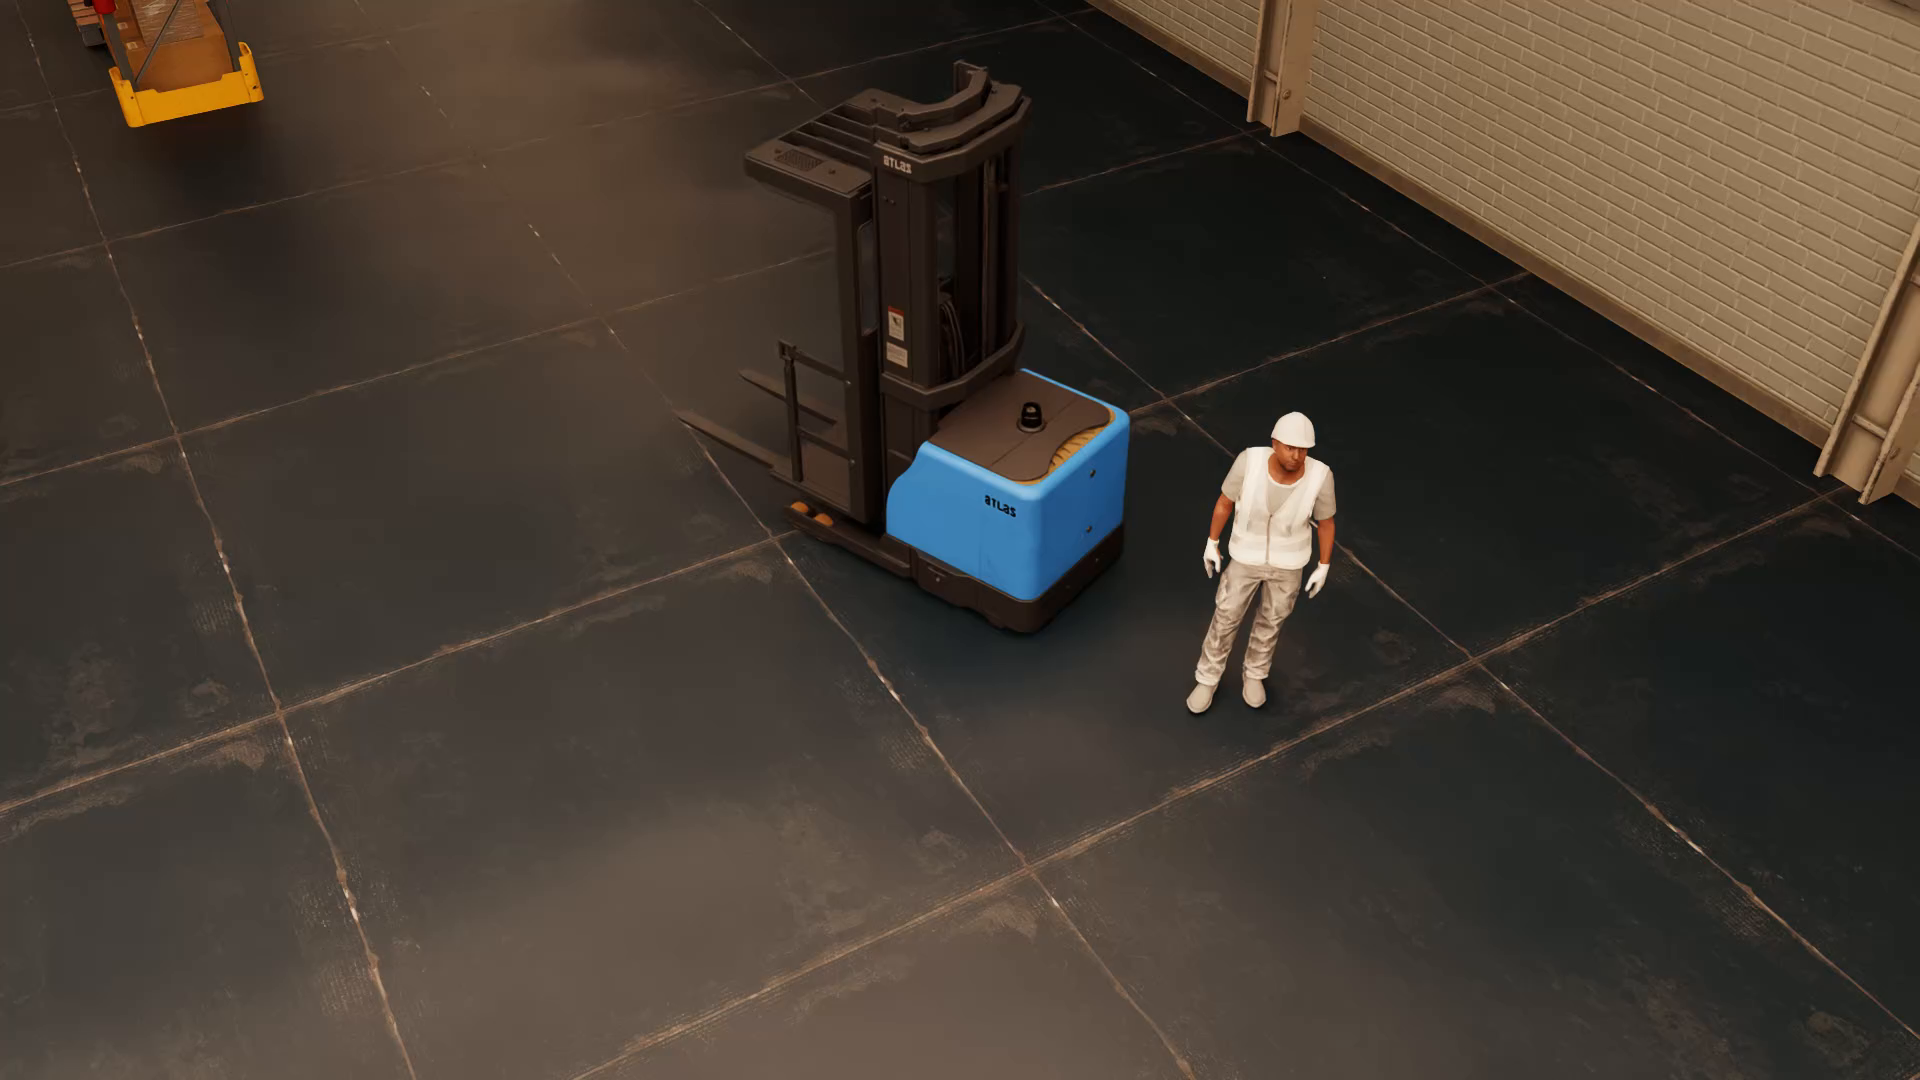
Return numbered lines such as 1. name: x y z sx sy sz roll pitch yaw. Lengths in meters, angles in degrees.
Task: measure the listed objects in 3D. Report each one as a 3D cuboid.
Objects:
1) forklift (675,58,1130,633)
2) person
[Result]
1. forklift: -0.481 -1.366 9.683 3.031 2.935 1.130 26 46 28
2. person: 1.609 0.143 8.753 0.656 1.783 0.575 8 40 9
